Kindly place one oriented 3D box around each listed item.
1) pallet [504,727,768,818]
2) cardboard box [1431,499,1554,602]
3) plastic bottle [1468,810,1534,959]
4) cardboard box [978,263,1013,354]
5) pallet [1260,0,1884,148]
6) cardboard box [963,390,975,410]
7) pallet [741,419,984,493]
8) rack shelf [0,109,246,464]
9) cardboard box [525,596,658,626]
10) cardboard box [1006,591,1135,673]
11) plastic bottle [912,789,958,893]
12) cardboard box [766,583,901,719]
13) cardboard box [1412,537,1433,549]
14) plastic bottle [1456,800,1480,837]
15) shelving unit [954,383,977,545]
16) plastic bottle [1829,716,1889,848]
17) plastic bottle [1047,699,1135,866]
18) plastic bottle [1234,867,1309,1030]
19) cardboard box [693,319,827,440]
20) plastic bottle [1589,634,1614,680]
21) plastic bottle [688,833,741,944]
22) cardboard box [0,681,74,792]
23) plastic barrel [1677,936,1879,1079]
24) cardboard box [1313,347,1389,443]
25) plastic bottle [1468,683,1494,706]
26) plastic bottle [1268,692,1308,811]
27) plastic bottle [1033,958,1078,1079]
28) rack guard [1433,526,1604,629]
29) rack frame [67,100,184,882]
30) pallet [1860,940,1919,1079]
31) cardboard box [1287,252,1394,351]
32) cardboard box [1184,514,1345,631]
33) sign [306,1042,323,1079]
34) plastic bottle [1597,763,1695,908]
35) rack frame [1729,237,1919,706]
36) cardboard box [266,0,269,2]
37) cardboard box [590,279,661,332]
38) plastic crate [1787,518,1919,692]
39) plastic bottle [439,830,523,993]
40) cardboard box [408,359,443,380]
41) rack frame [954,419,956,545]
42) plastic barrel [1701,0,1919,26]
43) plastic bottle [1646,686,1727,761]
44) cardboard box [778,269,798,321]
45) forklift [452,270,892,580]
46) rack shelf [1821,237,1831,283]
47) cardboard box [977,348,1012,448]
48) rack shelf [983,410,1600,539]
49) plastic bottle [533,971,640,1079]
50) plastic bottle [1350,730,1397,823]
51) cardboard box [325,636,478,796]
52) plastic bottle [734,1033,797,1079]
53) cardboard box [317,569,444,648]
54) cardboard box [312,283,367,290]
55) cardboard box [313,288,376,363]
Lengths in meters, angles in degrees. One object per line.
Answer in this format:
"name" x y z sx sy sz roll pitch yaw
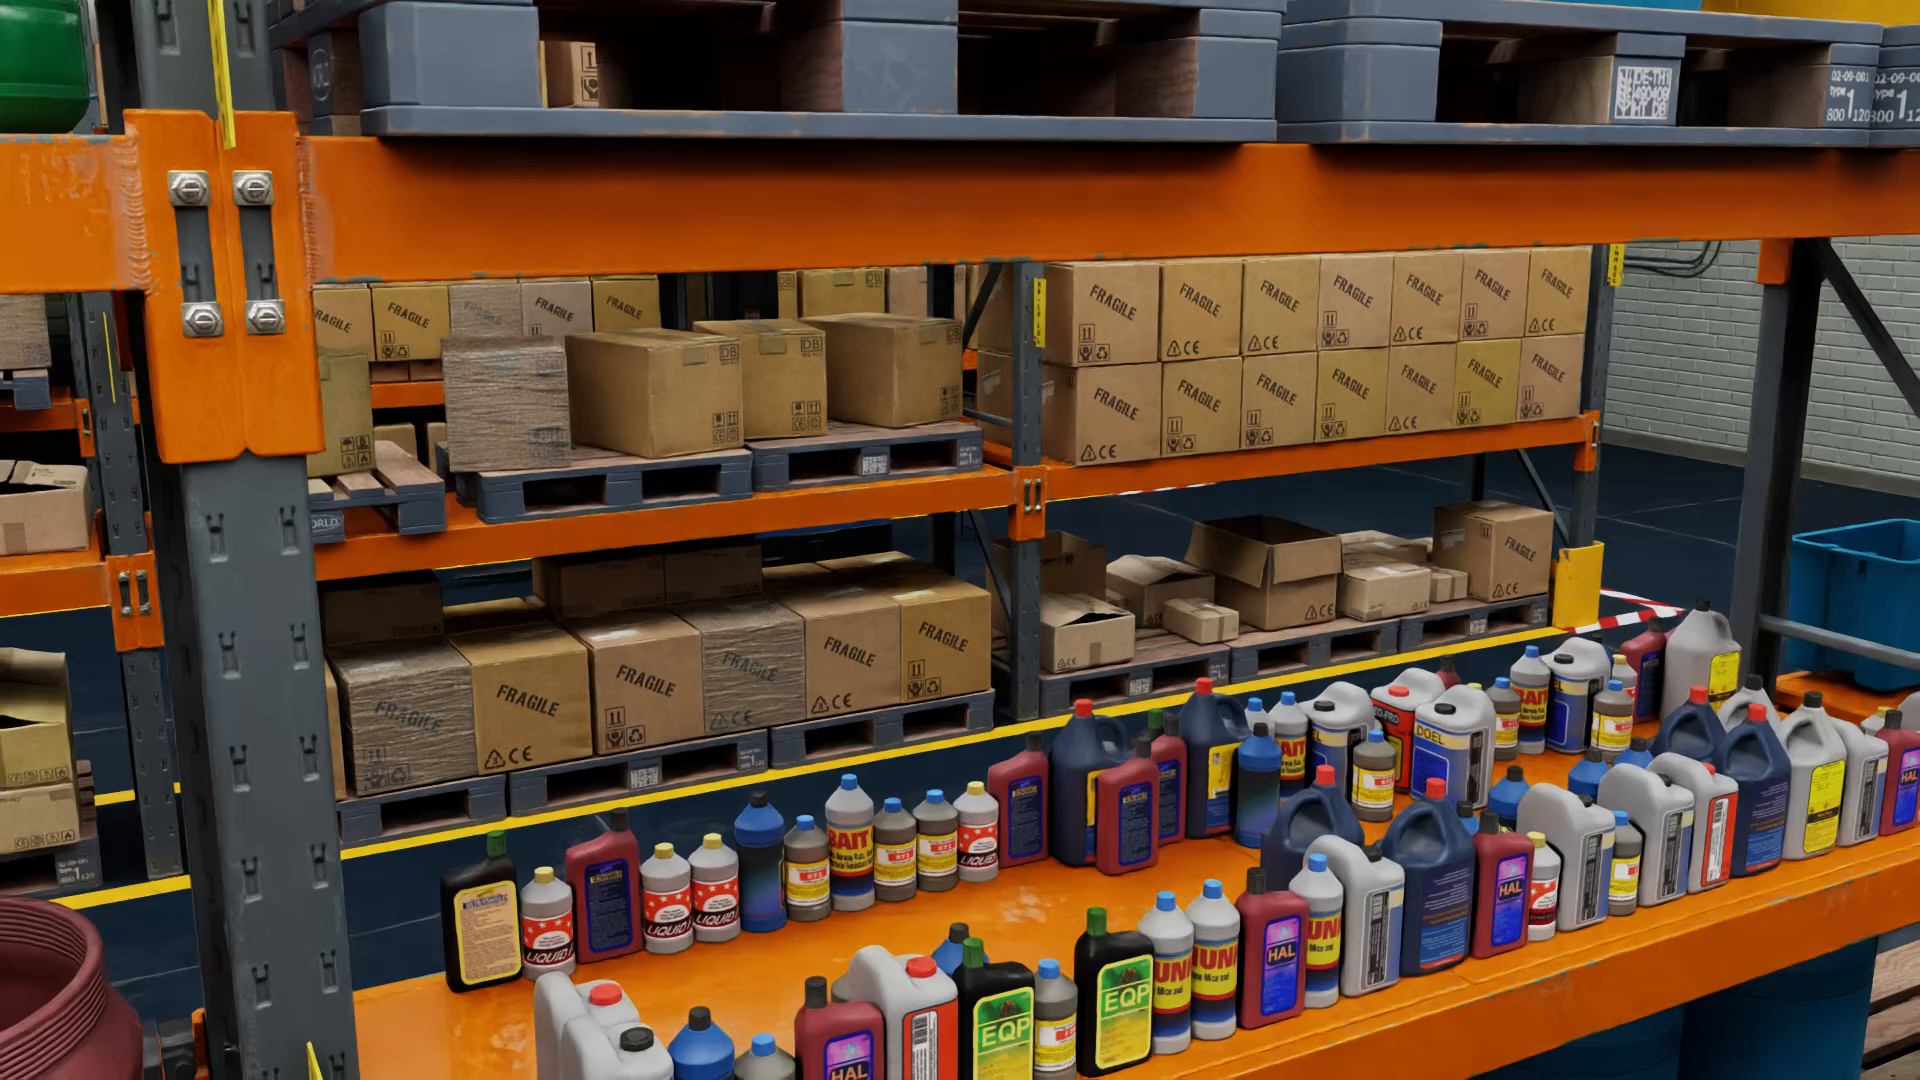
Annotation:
"pallet" -1.655 0.950 7.906 1.213 0.211 1.003 -7 14 -28
"cardboard box" 3.265 0.056 10.218 0.500 0.500 0.500 -7 14 -28
"plastic bottle" 1.026 0.647 3.170 0.133 0.283 0.061 -7 14 -28
"cardboard box" 0.433 -1.272 8.924 0.500 0.500 0.500 -7 14 -28
"pallet" 0.848 -0.827 3.052 1.213 0.211 1.003 -7 14 -28
"cardboard box" 0.030 -1.188 14.317 0.250 0.149 0.380 -7 14 -27
"pallet" -0.641 -0.476 8.328 1.213 0.211 1.003 -7 14 -28
"rack shelf" -2.783 -0.158 1.288 4.000 0.370 1.077 -7 14 -28
"cardboard box" -1.777 0.539 8.073 0.500 0.500 0.500 -7 15 -30
"cardboard box" 0.585 0.462 8.845 0.500 0.311 0.500 -7 14 -28
"plastic bottle" -0.052 0.621 3.469 0.097 0.201 0.097 0 13 0
"cardboard box" -0.621 0.530 8.113 0.500 0.500 0.500 -7 14 -28
"cardboard box" 3.092 0.101 10.820 0.250 0.149 0.380 -7 14 -28
"plastic bottle" 0.972 0.639 3.231 0.097 0.271 0.097 0 13 0
"shelving unit" -0.013 -0.584 12.471 0.189 1.200 0.258 -7 14 -28
"plastic bottle" 1.971 0.525 3.725 0.135 0.276 0.152 -7 14 -28
"plastic bottle" 0.286 0.514 3.606 0.185 0.351 0.144 -7 14 -28
"plastic bottle" 0.543 0.704 2.913 0.133 0.283 0.061 -7 14 -28
"cardboard box" -0.983 -0.795 8.124 0.500 0.500 0.700 -4 13 -19
"plastic bottle" 1.662 0.382 4.374 0.097 0.271 0.097 0 13 0
"plastic bottle" -0.479 0.673 3.241 0.097 0.201 0.097 0 13 0
"cardboard box" -3.740 0.754 6.455 0.500 0.311 0.500 -6 14 -26
"plastic barrel" 1.997 1.196 4.288 0.708 0.901 0.600 -7 14 -28
"cardboard box" 2.025 -0.843 9.294 0.500 0.500 0.500 -7 14 -29
"plastic bottle" 1.287 0.461 4.182 0.097 0.201 0.097 0 13 0
"plastic bottle" 0.763 0.490 3.895 0.097 0.271 0.097 0 13 0
"plastic bottle" 0.145 0.788 2.730 0.097 0.201 0.097 0 13 0
"rack guard" 3.557 0.174 10.695 0.348 0.500 1.175 -7 14 -28
"rack frame" -3.398 -0.211 6.717 0.127 3.000 1.000 -7 14 -28
"pallet" 3.110 1.598 5.026 1.213 0.211 1.003 -7 14 -28
"cardboard box" 2.018 -1.327 9.169 0.500 0.500 0.500 -6 14 -26
"cardboard box" 1.760 0.172 9.695 0.637 0.503 0.797 -7 14 -28
"sign" -0.758 0.769 1.988 0.005 0.325 0.100 -7 14 -28
"plastic bottle" 1.411 0.593 3.426 0.135 0.276 0.152 -7 14 -28
"rack frame" 2.483 0.323 4.343 0.127 3.000 1.000 -7 14 -28
"cardboard box" -2.564 -2.310 6.704 0.500 0.500 0.500 -7 14 -28
"cardboard box" -2.548 -1.693 12.349 0.500 0.500 0.500 -7 15 -29
"plastic crate" 2.729 0.186 4.849 0.575 0.384 0.392 -7 14 -28
"plastic bottle" -0.877 0.676 3.041 0.133 0.283 0.061 -7 14 -28
"cardboard box" -3.800 -1.233 11.781 0.250 0.149 0.380 -6 14 -26
"rack frame" -0.093 -0.574 12.428 0.006 1.200 0.240 -7 14 -28
"plastic barrel" 1.779 -1.302 3.347 0.600 0.588 0.600 0 13 0
"plastic bottle" 1.602 0.498 3.676 0.185 0.351 0.144 -7 14 -28
"cardboard box" -1.780 -1.787 13.033 0.700 0.700 0.980 -7 14 -27
"forklift" -2.025 -1.191 11.225 3.031 2.935 1.130 -7 14 -28
"rack shelf" 4.239 -1.000 5.028 4.000 0.370 1.077 -7 14 -28
"cardboard box" 0.429 -0.783 9.029 0.500 0.500 0.500 -7 14 -27
"rack shelf" 1.868 -0.492 9.601 4.000 0.370 1.077 -7 14 -28
"plastic bottle" -0.566 0.792 2.543 0.135 0.276 0.152 -7 14 -28
"plastic bottle" 0.954 0.539 3.836 0.097 0.201 0.097 0 13 0
"cardboard box" -2.405 0.744 7.161 0.500 0.500 0.500 -7 15 -30
"plastic bottle" -0.293 0.840 2.497 0.097 0.201 0.097 0 13 0
"cardboard box" -2.642 0.277 7.529 0.500 0.250 0.500 -6 14 -26
"cardboard box" -4.344 -1.843 11.309 0.500 0.250 0.500 -7 14 -27
"cardboard box" -4.326 -1.476 11.387 0.500 0.500 0.500 -7 14 -28
